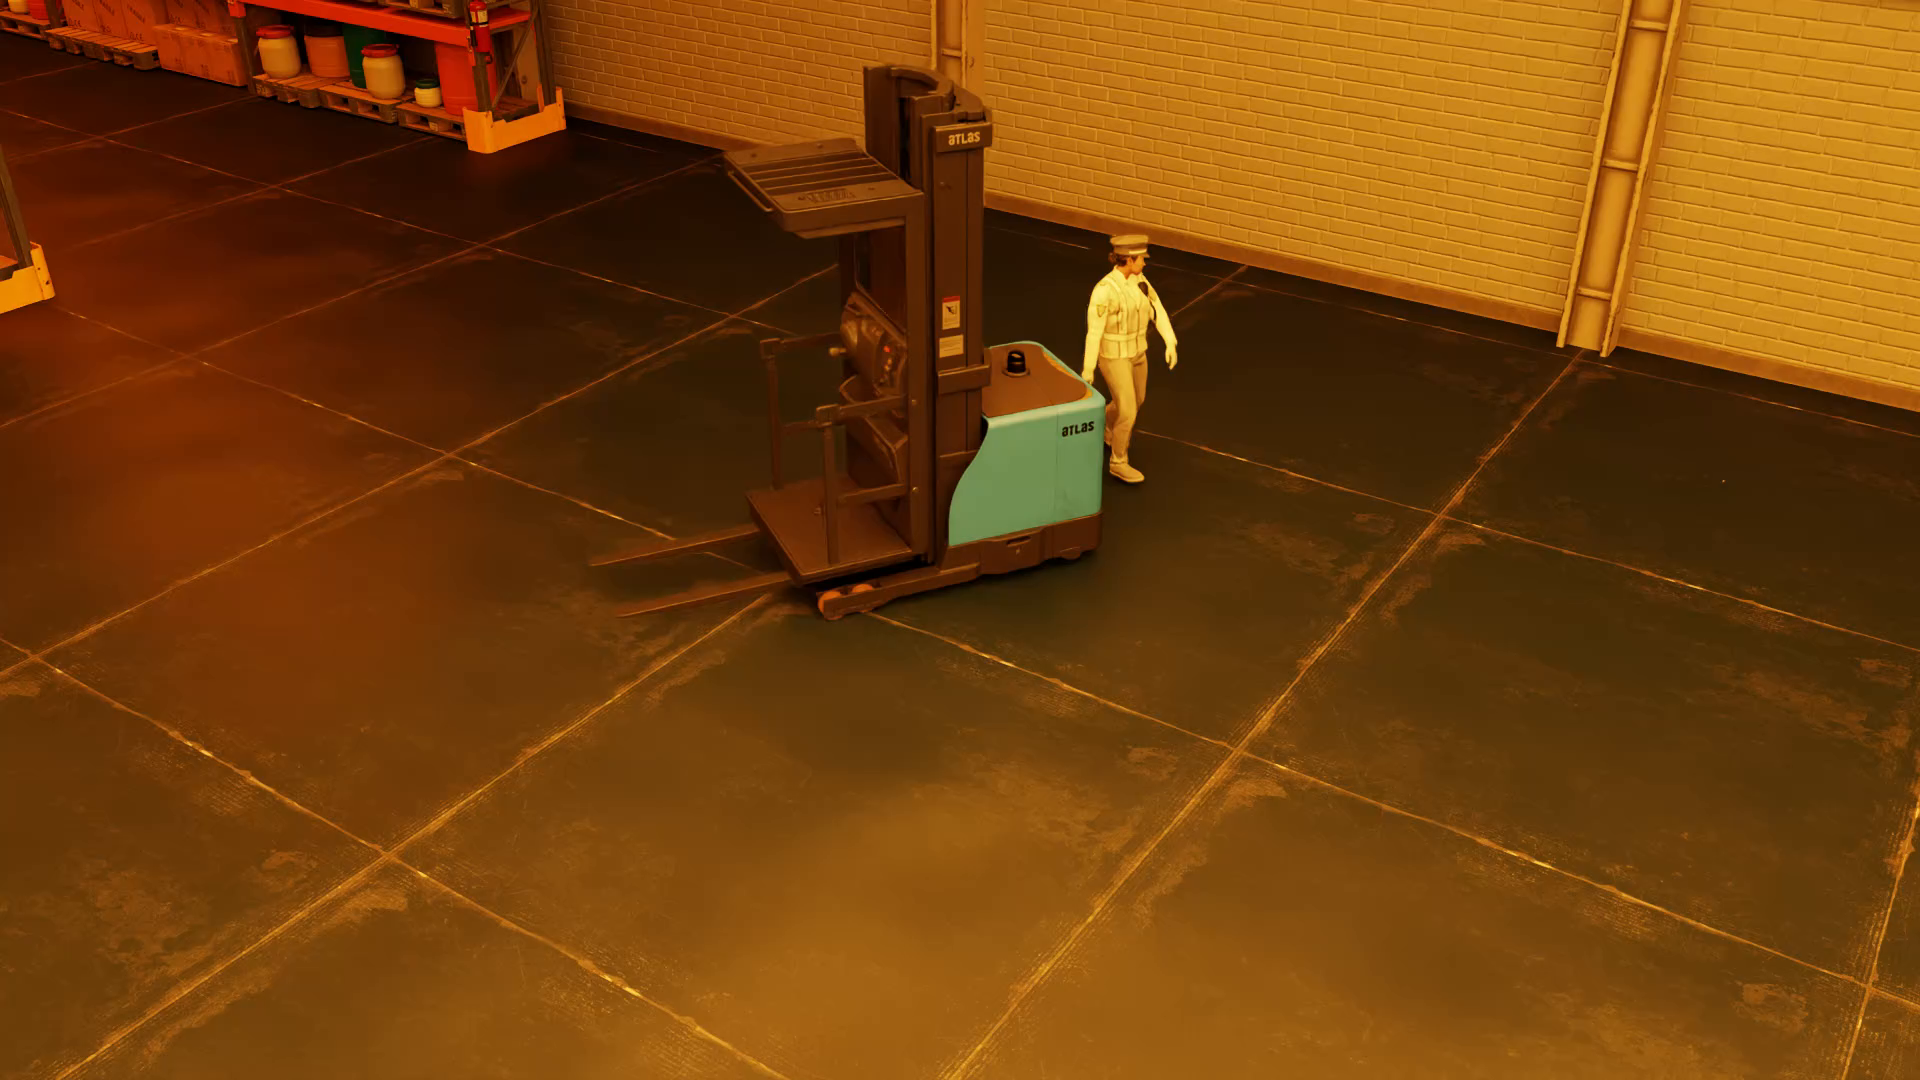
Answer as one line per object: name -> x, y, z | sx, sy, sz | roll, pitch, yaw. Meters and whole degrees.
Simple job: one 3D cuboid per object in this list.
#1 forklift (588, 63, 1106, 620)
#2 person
forklift -> -0.685, -1.104, 9.482 | 3.031, 2.935, 1.130 | -12, 32, -20
person -> 1.056, -1.196, 10.897 | 0.715, 1.587, 0.626 | 22, 37, 33
